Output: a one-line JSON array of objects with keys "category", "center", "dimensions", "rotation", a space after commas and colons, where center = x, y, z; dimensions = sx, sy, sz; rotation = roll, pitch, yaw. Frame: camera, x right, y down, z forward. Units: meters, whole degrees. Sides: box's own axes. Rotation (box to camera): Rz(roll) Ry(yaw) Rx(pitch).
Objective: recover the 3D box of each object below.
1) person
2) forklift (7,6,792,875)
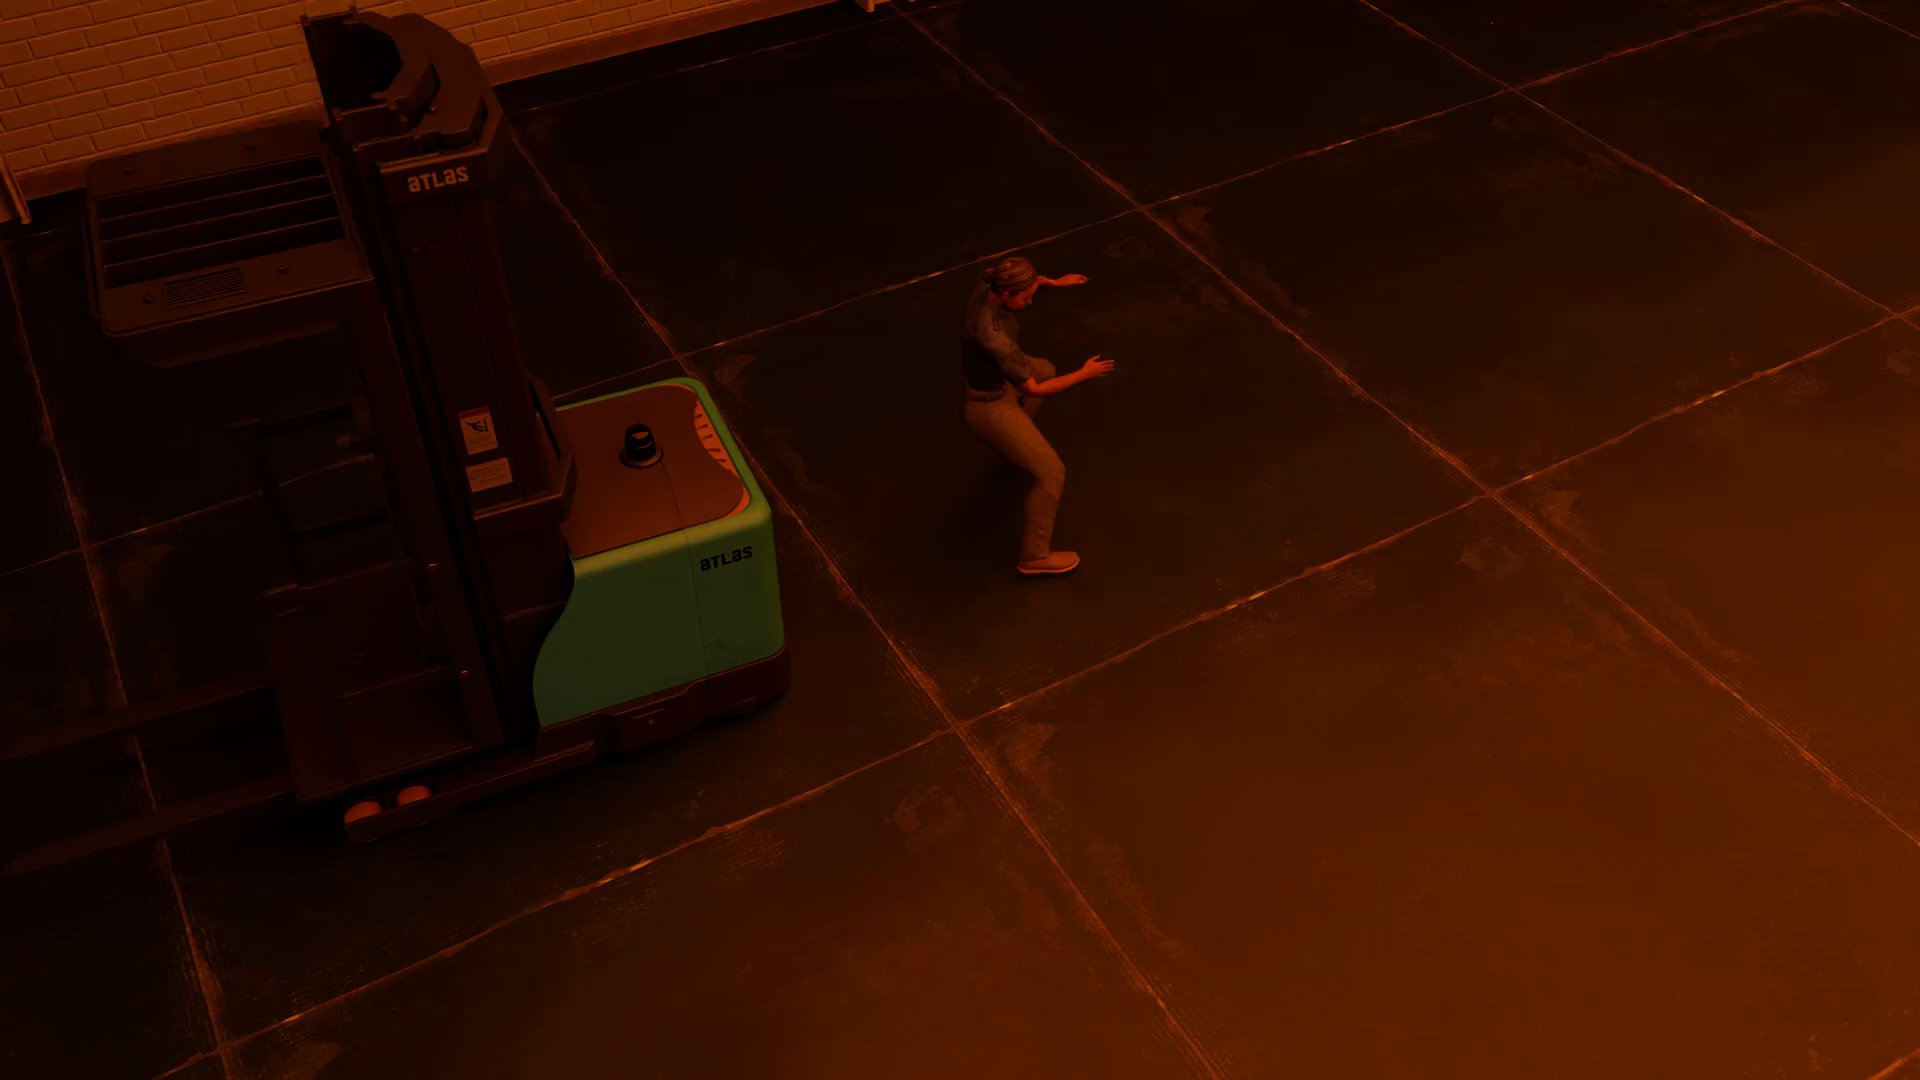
[{"category": "person", "center": [0.335, -0.688, 7.545], "dimensions": [0.682, 1.428, 0.994], "rotation": [1, 43, 1]}, {"category": "forklift", "center": [-2.282, -0.294, 6.014], "dimensions": [3.031, 2.935, 1.130], "rotation": [-17, 45, -17]}]
